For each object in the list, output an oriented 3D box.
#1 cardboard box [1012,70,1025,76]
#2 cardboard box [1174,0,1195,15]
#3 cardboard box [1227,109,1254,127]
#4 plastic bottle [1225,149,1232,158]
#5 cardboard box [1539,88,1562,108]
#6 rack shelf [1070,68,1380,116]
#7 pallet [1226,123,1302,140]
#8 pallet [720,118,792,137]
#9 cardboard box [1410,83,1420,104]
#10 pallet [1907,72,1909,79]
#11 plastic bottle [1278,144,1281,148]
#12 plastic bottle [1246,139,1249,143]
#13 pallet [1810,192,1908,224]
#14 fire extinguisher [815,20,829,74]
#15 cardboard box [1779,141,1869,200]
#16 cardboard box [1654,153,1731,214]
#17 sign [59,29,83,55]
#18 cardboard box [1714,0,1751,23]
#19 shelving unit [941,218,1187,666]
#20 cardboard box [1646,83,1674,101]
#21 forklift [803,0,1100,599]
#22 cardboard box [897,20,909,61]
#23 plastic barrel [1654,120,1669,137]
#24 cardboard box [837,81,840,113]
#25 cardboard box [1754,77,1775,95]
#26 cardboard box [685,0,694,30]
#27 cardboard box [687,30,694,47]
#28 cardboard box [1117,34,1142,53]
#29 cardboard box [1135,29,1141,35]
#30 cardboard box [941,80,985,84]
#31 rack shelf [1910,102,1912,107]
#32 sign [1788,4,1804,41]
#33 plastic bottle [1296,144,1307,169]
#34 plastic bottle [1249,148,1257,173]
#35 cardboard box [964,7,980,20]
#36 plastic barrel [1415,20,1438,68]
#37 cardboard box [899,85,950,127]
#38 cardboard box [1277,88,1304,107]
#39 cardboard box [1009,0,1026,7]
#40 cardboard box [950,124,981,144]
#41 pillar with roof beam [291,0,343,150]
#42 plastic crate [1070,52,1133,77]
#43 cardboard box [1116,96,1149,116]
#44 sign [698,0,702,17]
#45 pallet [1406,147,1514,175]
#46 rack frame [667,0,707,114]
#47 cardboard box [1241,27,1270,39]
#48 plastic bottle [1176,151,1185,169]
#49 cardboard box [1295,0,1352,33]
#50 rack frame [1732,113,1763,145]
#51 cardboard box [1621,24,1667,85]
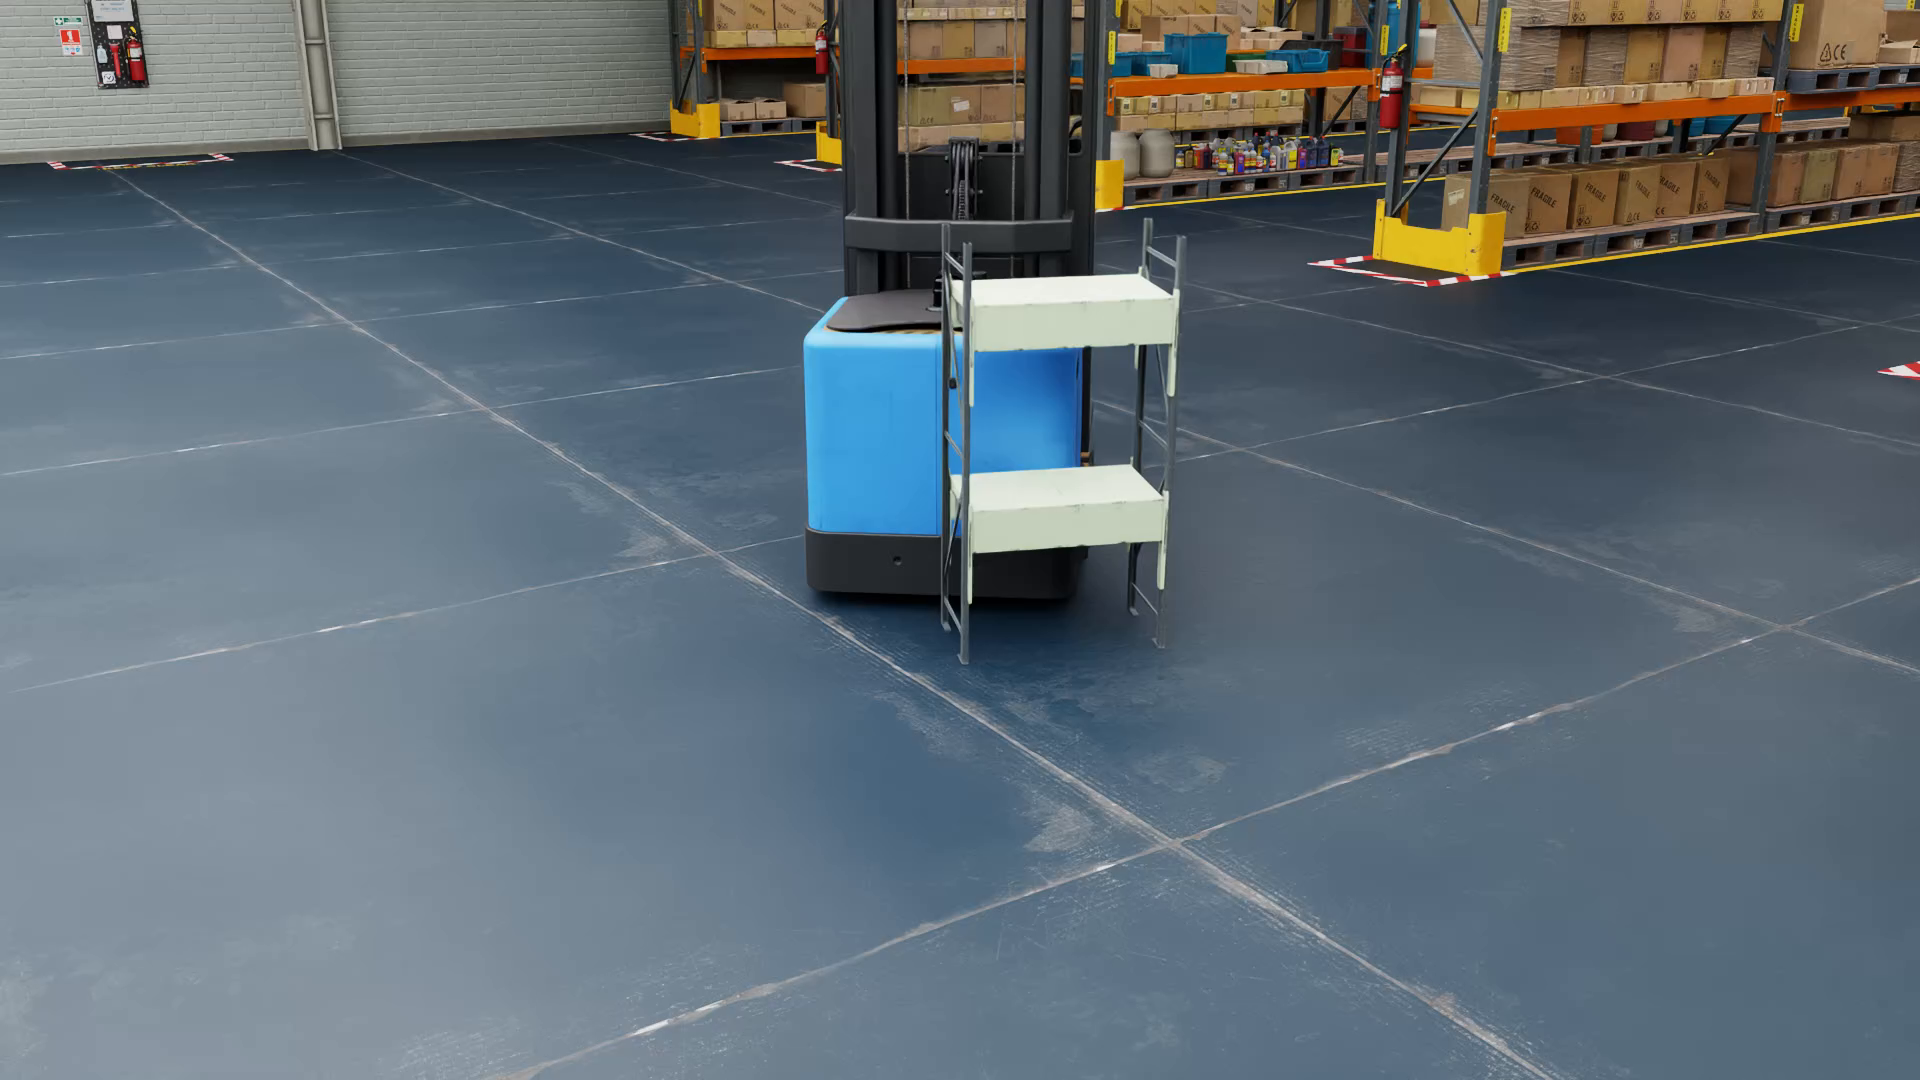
[{"bbox_3d":[0.985,-8.201,28.864,0.500,0.250,0.500,-12,22,-32],"label":"cardboard box"},{"bbox_3d":[3.899,-9.529,30.097,0.500,0.500,0.500,-12,22,-32],"label":"cardboard box"},{"bbox_3d":[4.067,-6.372,25.047,0.500,0.250,0.500,-11,22,-30],"label":"cardboard box"},{"bbox_3d":[3.135,-4.469,19.463,0.097,0.201,0.097,0,19,0],"label":"plastic bottle"},{"bbox_3d":[4.792,-3.700,13.898,0.250,0.149,0.380,-12,22,-31],"label":"cardboard box"},{"bbox_3d":[2.932,-5.090,18.741,4.000,0.370,1.077,-12,22,-31],"label":"rack shelf"},{"bbox_3d":[4.513,-6.358,25.721,1.213,0.211,1.003,-12,22,-31],"label":"pallet"},{"bbox_3d":[-3.425,-6.555,26.303,1.213,0.211,1.003,-12,22,-31],"label":"pallet"},{"bbox_3d":[7.049,-7.115,26.824,0.500,0.500,0.500,-13,23,-33],"label":"cardboard box"},{"bbox_3d":[10.131,-4.918,17.408,1.003,0.211,1.213,-12,22,-31],"label":"pallet"},{"bbox_3d":[3.716,-4.446,19.268,0.133,0.283,0.061,-12,22,-31],"label":"plastic bottle"},{"bbox_3d":[3.382,-4.622,19.788,0.133,0.283,0.061,-11,21,-29],"label":"plastic bottle"},{"bbox_3d":[8.996,-3.491,17.242,1.213,0.211,1.003,-12,22,-31],"label":"pallet"},{"bbox_3d":[-1.813,-6.471,21.823,0.183,0.674,0.296,-12,22,-31],"label":"fire extinguisher"},{"bbox_3d":[8.727,-3.763,16.907,0.500,0.500,0.700,-14,23,-36],"label":"cardboard box"},{"bbox_3d":[6.971,-3.413,15.905,0.500,0.500,0.500,-13,22,-33],"label":"cardboard box"},{"bbox_3d":[-11.692,-6.548,21.875,0.234,0.329,0.001,-12,22,-31],"label":"sign"},{"bbox_3d":[6.685,-4.879,14.811,0.500,0.500,0.500,-12,22,-31],"label":"cardboard box"},{"bbox_3d":[0.342,-0.348,5.911,0.755,1.500,0.431,-4,21,-11],"label":"shelving unit"},{"bbox_3d":[6.048,-3.963,14.674,0.250,0.149,0.380,-12,22,-31],"label":"cardboard box"},{"bbox_3d":[0.063,-1.589,7.369,1.130,2.935,3.031,2,19,5],"label":"forklift"},{"bbox_3d":[-1.062,-6.530,21.721,0.500,0.500,0.700,-12,22,-31],"label":"cardboard box"},{"bbox_3d":[9.708,-5.921,23.304,0.421,0.512,0.421,0,19,0],"label":"plastic barrel"},{"bbox_3d":[-1.691,-7.264,27.263,0.500,0.500,0.500,-14,23,-35],"label":"cardboard box"},{"bbox_3d":[7.309,-4.223,15.444,0.250,0.149,0.380,-12,22,-31],"label":"cardboard box"},{"bbox_3d":[-3.910,-8.162,25.736,0.500,0.500,0.500,-12,22,-32],"label":"cardboard box"},{"bbox_3d":[-3.903,-7.801,25.839,0.500,0.250,0.500,-12,22,-31],"label":"cardboard box"},{"bbox_3d":[2.269,-7.136,23.904,0.500,0.250,0.500,-10,21,-28],"label":"cardboard box"},{"bbox_3d":[3.112,-9.066,29.739,0.250,0.149,0.380,-12,22,-31],"label":"cardboard box"},{"bbox_3d":[0.071,-6.098,23.064,0.500,0.500,0.500,-12,22,-31],"label":"cardboard box"},{"bbox_3d":[12.338,-5.174,18.990,4.000,0.370,1.077,-12,22,-31],"label":"rack shelf"},{"bbox_3d":[7.632,-4.725,15.185,0.005,0.325,0.100,-12,22,-31],"label":"sign"},{"bbox_3d":[3.950,-4.441,19.251,0.133,0.283,0.061,-10,21,-28],"label":"plastic bottle"},{"bbox_3d":[3.318,-4.309,18.879,0.097,0.271,0.097,0,19,0],"label":"plastic bottle"},{"bbox_3d":[0.062,-6.998,22.091,0.250,0.149,0.380,-12,22,-32],"label":"cardboard box"},{"bbox_3d":[5.522,-5.957,19.971,0.433,0.535,0.433,0,19,0],"label":"plastic barrel"},{"bbox_3d":[-0.472,-5.779,22.123,0.500,0.500,0.500,-12,22,-31],"label":"cardboard box"},{"bbox_3d":[4.920,-6.817,25.488,0.500,0.311,0.500,-11,22,-30],"label":"cardboard box"},{"bbox_3d":[0.675,-7.513,22.604,0.500,0.500,0.700,-12,22,-31],"label":"cardboard box"},{"bbox_3d":[-0.055,-5.512,22.504,0.500,0.250,0.500,-12,22,-31],"label":"cardboard box"},{"bbox_3d":[-6.721,-8.717,18.978,0.400,9.000,9.100,-12,22,-31],"label":"pillar with roof beam"},{"bbox_3d":[1.516,-5.176,18.105,0.616,0.251,0.499,-12,22,-31],"label":"plastic crate"},{"bbox_3d":[2.364,-6.277,23.890,0.500,0.311,0.500,-12,22,-31],"label":"cardboard box"},{"bbox_3d":[-3.888,-7.994,24.854,0.005,0.325,0.100,-12,22,-31],"label":"sign"},{"bbox_3d":[6.257,-4.827,21.193,1.213,0.211,1.003,-12,22,-31],"label":"pallet"},{"bbox_3d":[-4.187,-7.729,25.422,0.127,3.000,1.000,-12,22,-31],"label":"rack frame"},{"bbox_3d":[4.369,-7.665,25.374,0.500,0.311,0.500,-12,22,-32],"label":"cardboard box"},{"bbox_3d":[2.555,-4.402,19.265,0.097,0.201,0.097,0,19,0],"label":"plastic bottle"},{"bbox_3d":[5.686,-8.201,26.006,0.700,0.500,0.500,14,23,35],"label":"cardboard box"},{"bbox_3d":[11.284,-7.192,23.836,0.127,3.000,1.000,-12,22,-31],"label":"rack frame"},{"bbox_3d":[5.678,-4.313,14.699,0.500,0.500,0.875,-12,22,-31],"label":"cardboard box"}]
